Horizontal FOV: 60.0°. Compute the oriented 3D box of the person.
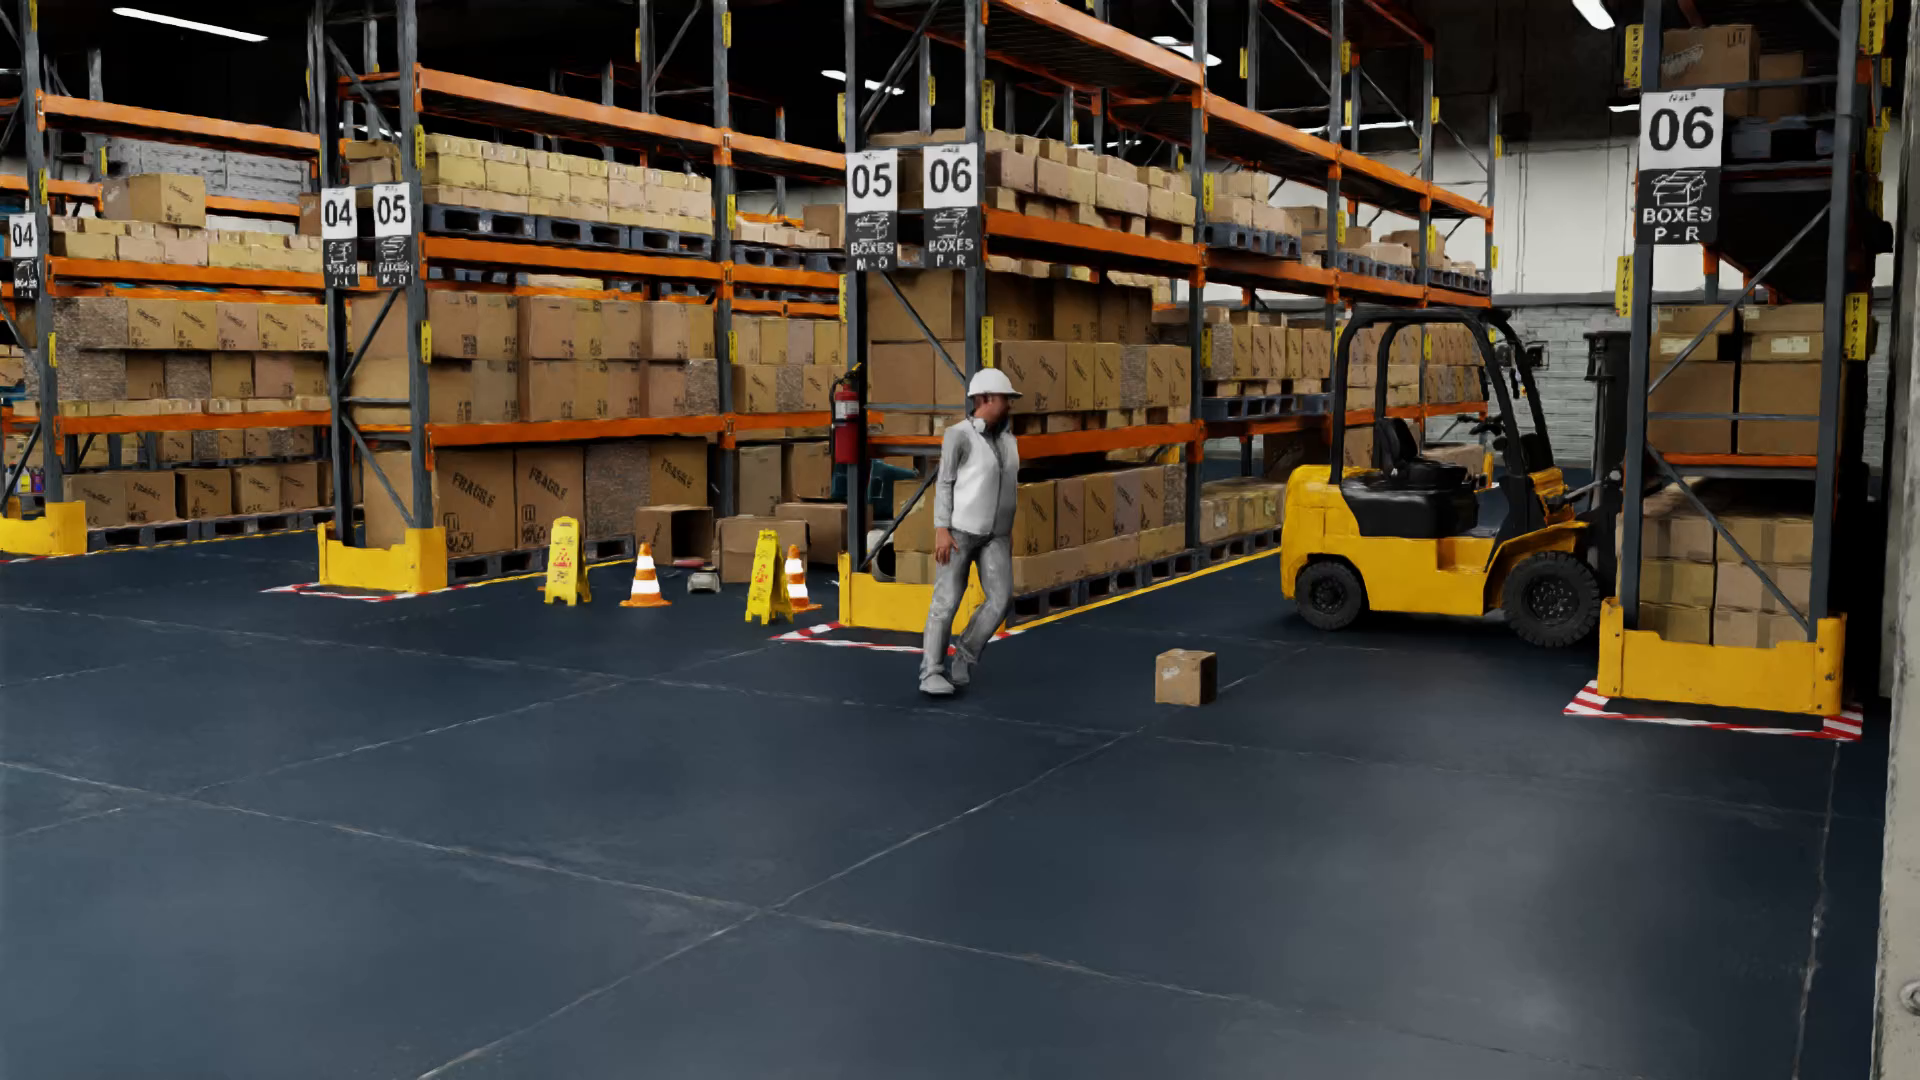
[{"bbox_3d":[0.082,-0.054,9.040,0.657,1.747,0.426,-4,7,-35],"label":"person"}]
